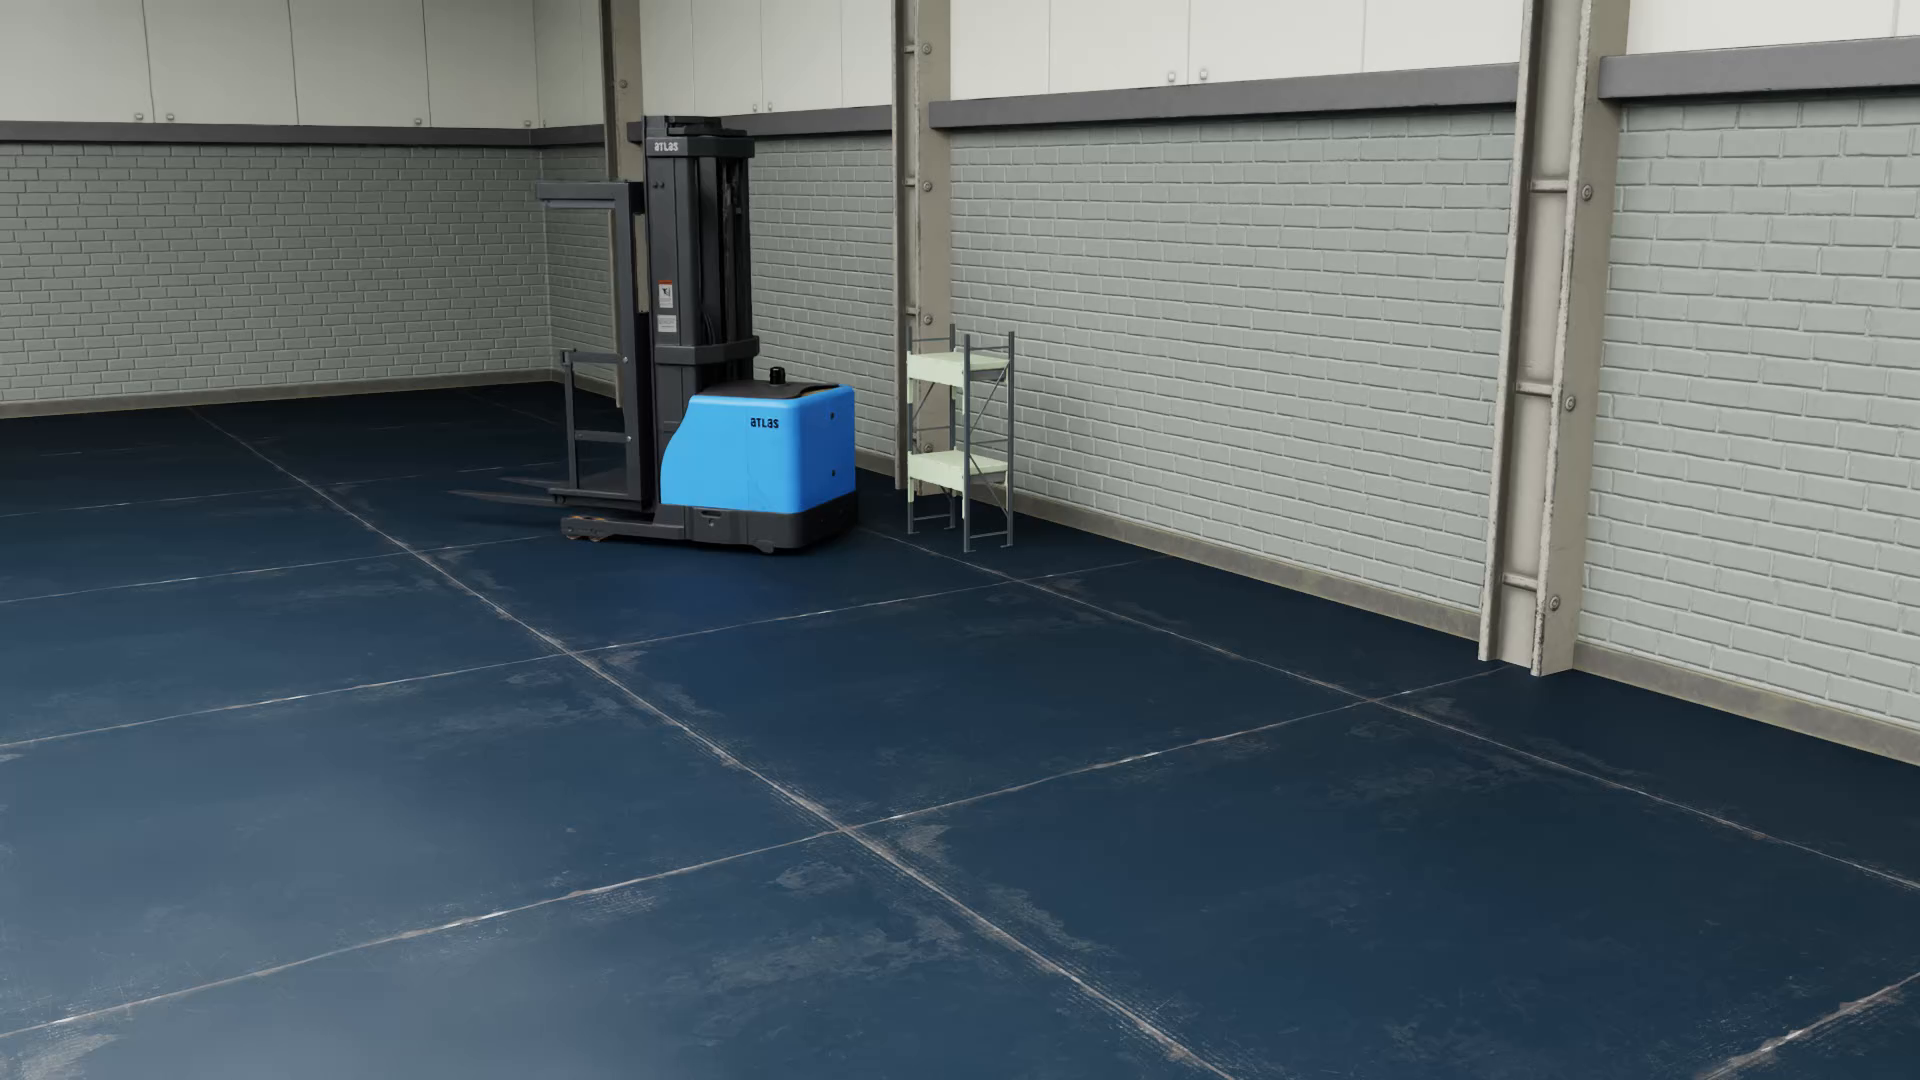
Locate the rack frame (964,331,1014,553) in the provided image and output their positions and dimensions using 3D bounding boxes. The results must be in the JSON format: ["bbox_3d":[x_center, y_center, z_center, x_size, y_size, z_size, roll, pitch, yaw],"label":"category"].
[{"bbox_3d":[0.199,-0.669,11.409,0.400,1.500,0.023,-8,15,-33],"label":"rack frame"}]

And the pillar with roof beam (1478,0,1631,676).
[{"bbox_3d":[-0.565,-3.231,5.573,9.100,9.000,0.400,-8,15,-33],"label":"pillar with roof beam"}]

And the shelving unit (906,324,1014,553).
[{"bbox_3d":[-0.004,-0.734,11.707,0.431,1.500,0.755,-8,15,-33],"label":"shelving unit"}]

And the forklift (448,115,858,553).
[{"bbox_3d":[-2.311,-1.520,11.951,3.031,2.935,1.130,5,13,21],"label":"forklift"}]

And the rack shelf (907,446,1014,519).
[{"bbox_3d":[-0.004,-0.415,11.777,0.431,0.370,0.720,-8,15,-33],"label":"rack shelf"}]

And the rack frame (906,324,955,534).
[{"bbox_3d":[-0.207,-0.799,12.005,0.400,1.500,0.023,-8,15,-33],"label":"rack frame"}]

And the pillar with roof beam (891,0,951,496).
[{"bbox_3d":[-3.889,-4.298,10.453,9.100,9.000,0.400,-8,15,-33],"label":"pillar with roof beam"}]

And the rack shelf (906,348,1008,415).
[{"bbox_3d":[-0.004,-1.115,11.624,0.431,0.370,0.720,-8,15,-33],"label":"rack shelf"}]

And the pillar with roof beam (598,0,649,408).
[{"bbox_3d":[-7.213,-5.365,15.333,9.100,9.000,0.400,-8,15,-33],"label":"pillar with roof beam"}]
